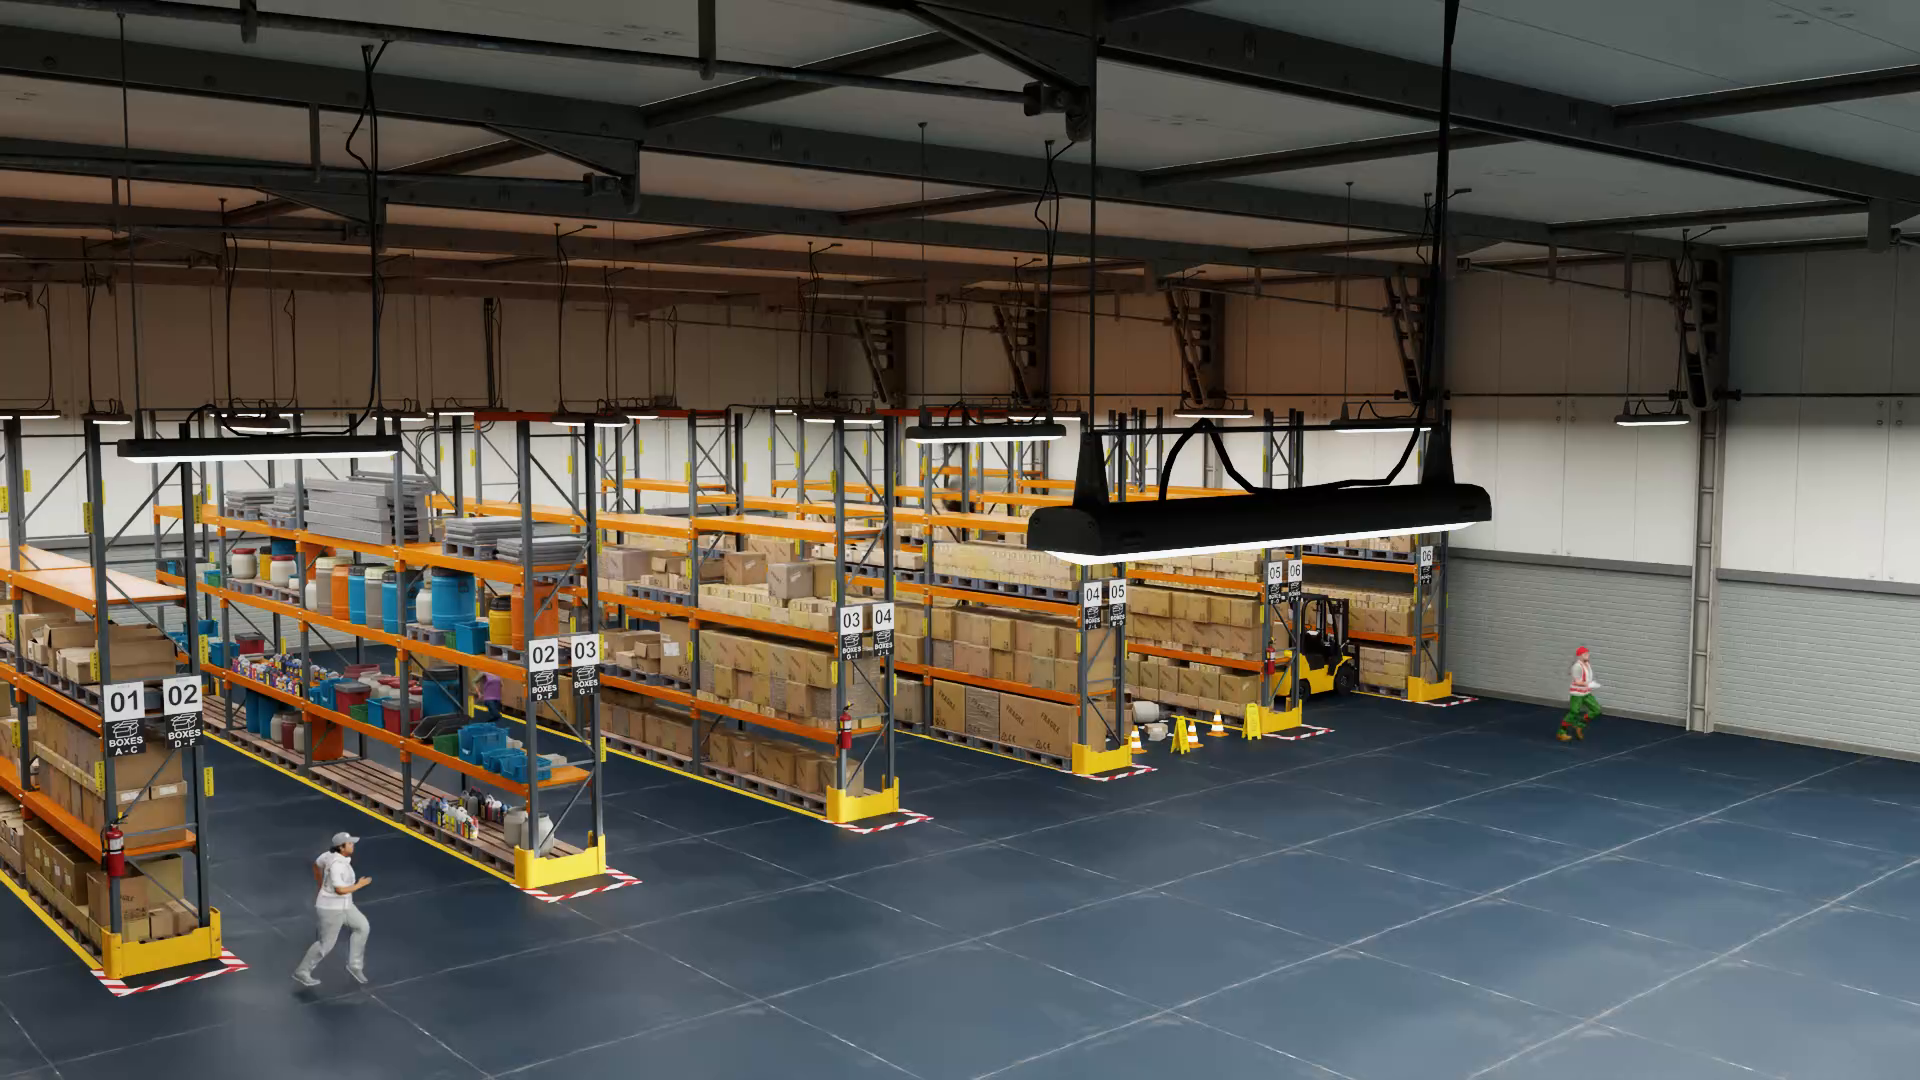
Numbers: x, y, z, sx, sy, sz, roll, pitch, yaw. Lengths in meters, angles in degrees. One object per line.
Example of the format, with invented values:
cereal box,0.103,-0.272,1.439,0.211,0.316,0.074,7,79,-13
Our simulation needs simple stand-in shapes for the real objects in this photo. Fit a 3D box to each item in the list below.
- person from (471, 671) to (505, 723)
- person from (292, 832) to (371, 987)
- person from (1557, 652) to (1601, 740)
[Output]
person,-8.450,2.896,30.005,0.662,1.592,0.506,4,6,36
person,-6.700,3.959,17.720,0.828,1.703,0.625,-2,5,-18
person,11.304,2.810,30.196,0.685,1.686,0.825,-4,6,-39
